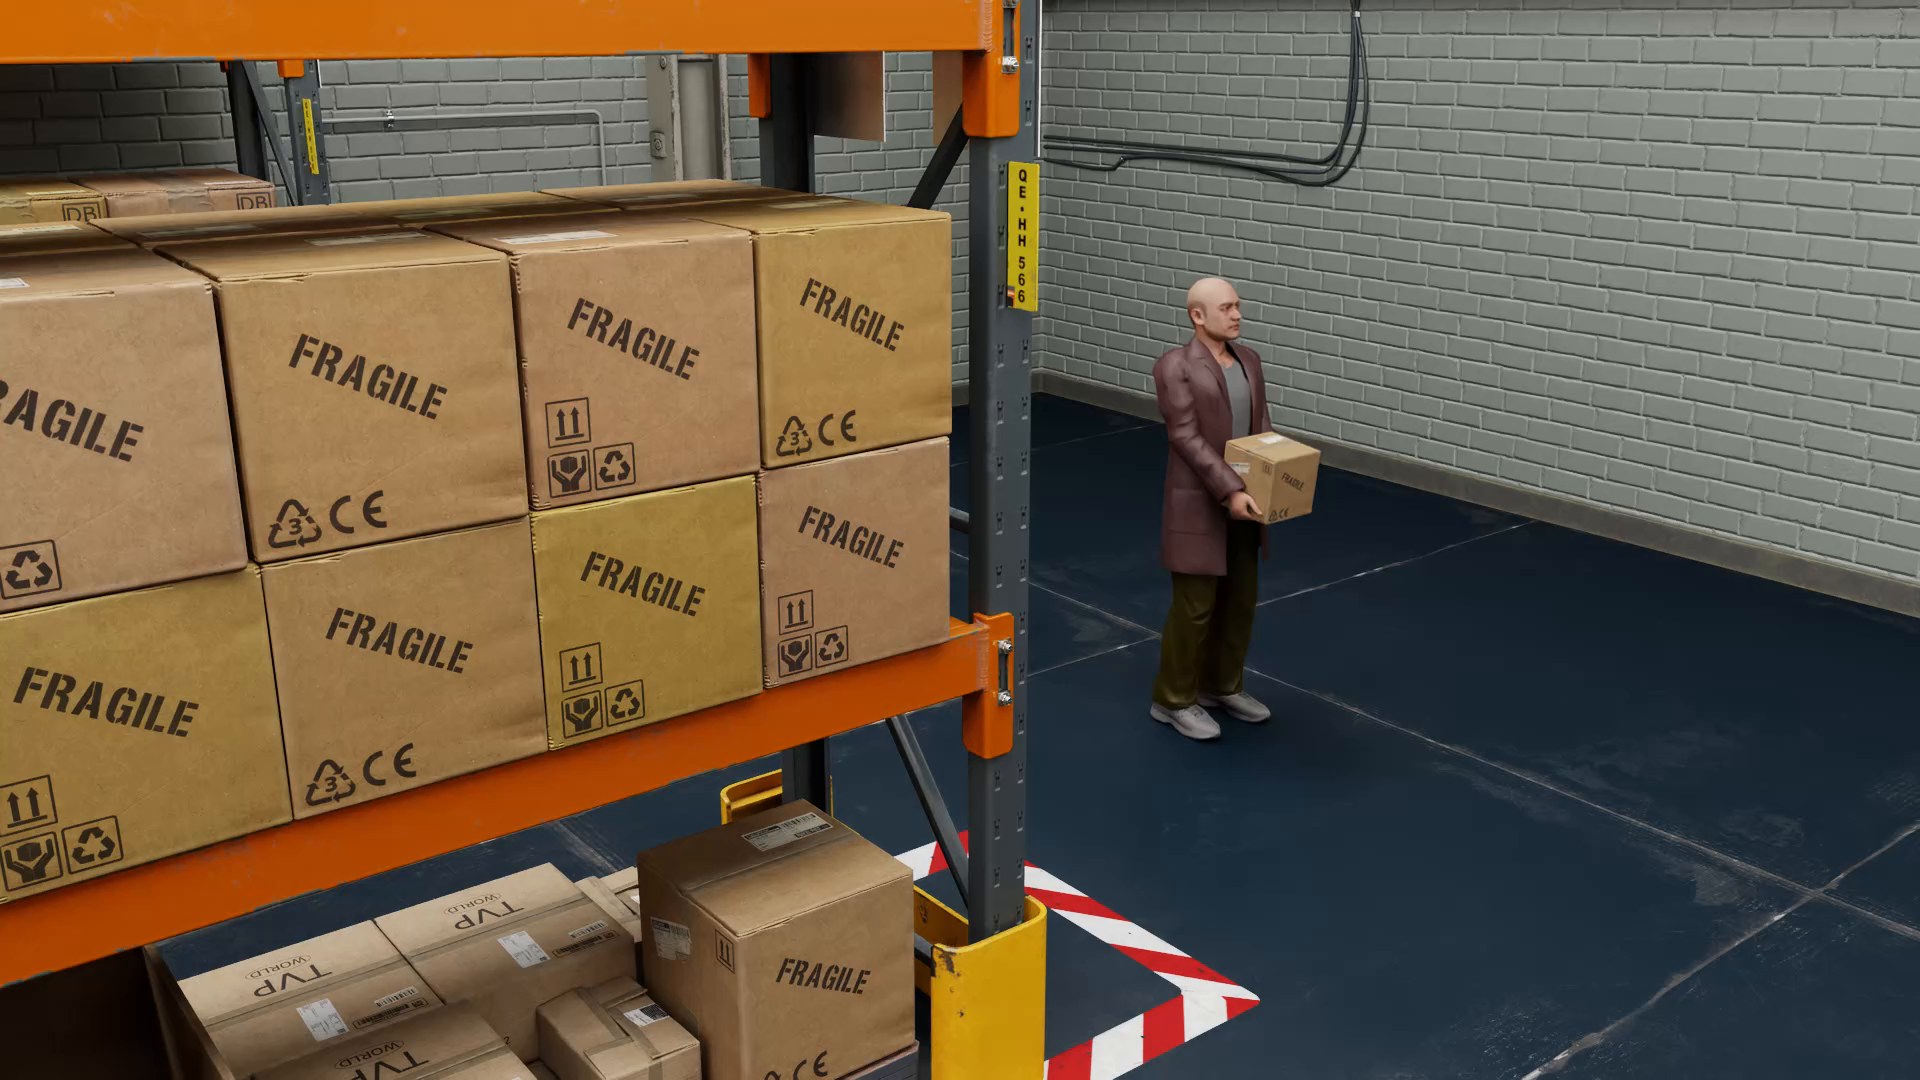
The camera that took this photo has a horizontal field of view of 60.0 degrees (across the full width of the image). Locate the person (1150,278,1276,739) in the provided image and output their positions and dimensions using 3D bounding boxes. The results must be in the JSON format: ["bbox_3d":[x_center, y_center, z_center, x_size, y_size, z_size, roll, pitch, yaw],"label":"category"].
[{"bbox_3d":[1.049,-0.104,6.417,0.531,1.769,0.555,-13,22,-36],"label":"person"}]
